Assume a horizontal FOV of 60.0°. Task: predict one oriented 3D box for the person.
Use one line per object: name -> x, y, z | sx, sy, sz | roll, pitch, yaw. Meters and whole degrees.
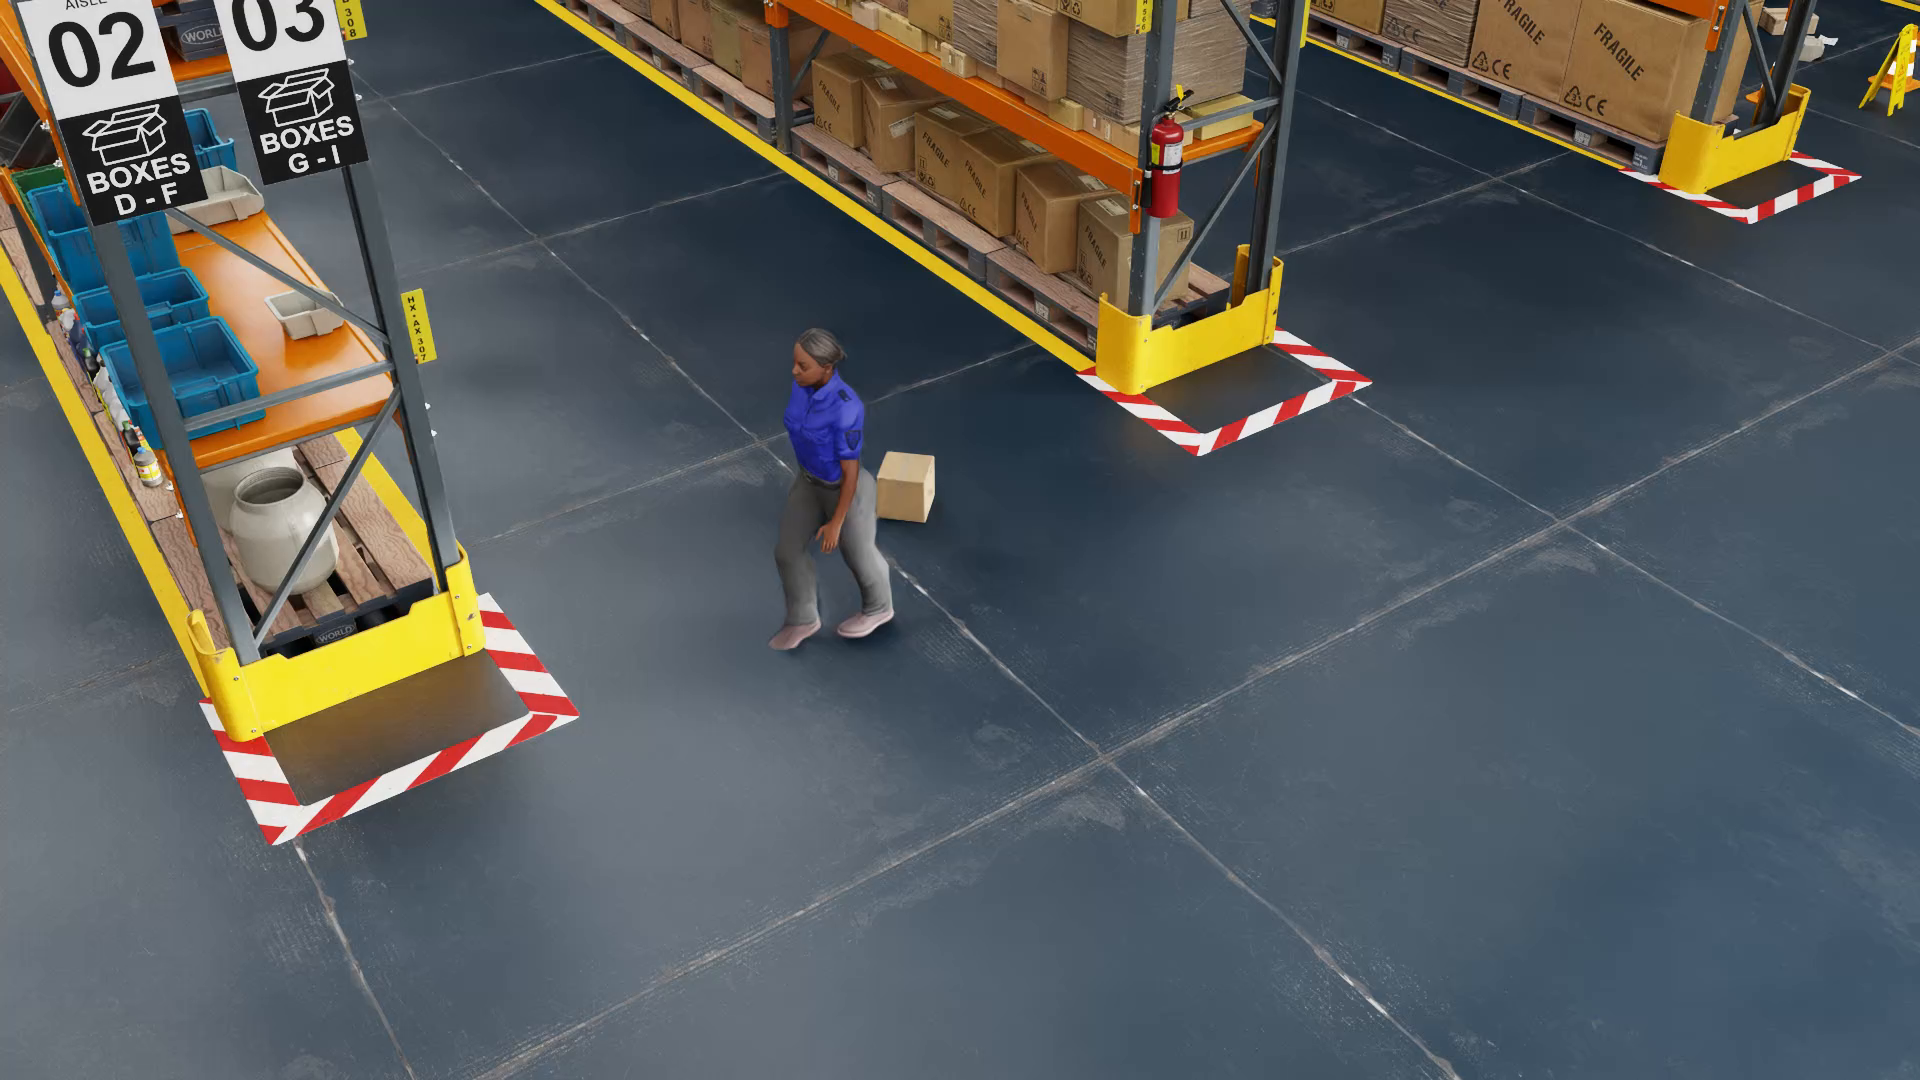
person -> -0.557, -0.175, 7.270 | 0.568, 1.723, 0.469 | -28, 45, -32
